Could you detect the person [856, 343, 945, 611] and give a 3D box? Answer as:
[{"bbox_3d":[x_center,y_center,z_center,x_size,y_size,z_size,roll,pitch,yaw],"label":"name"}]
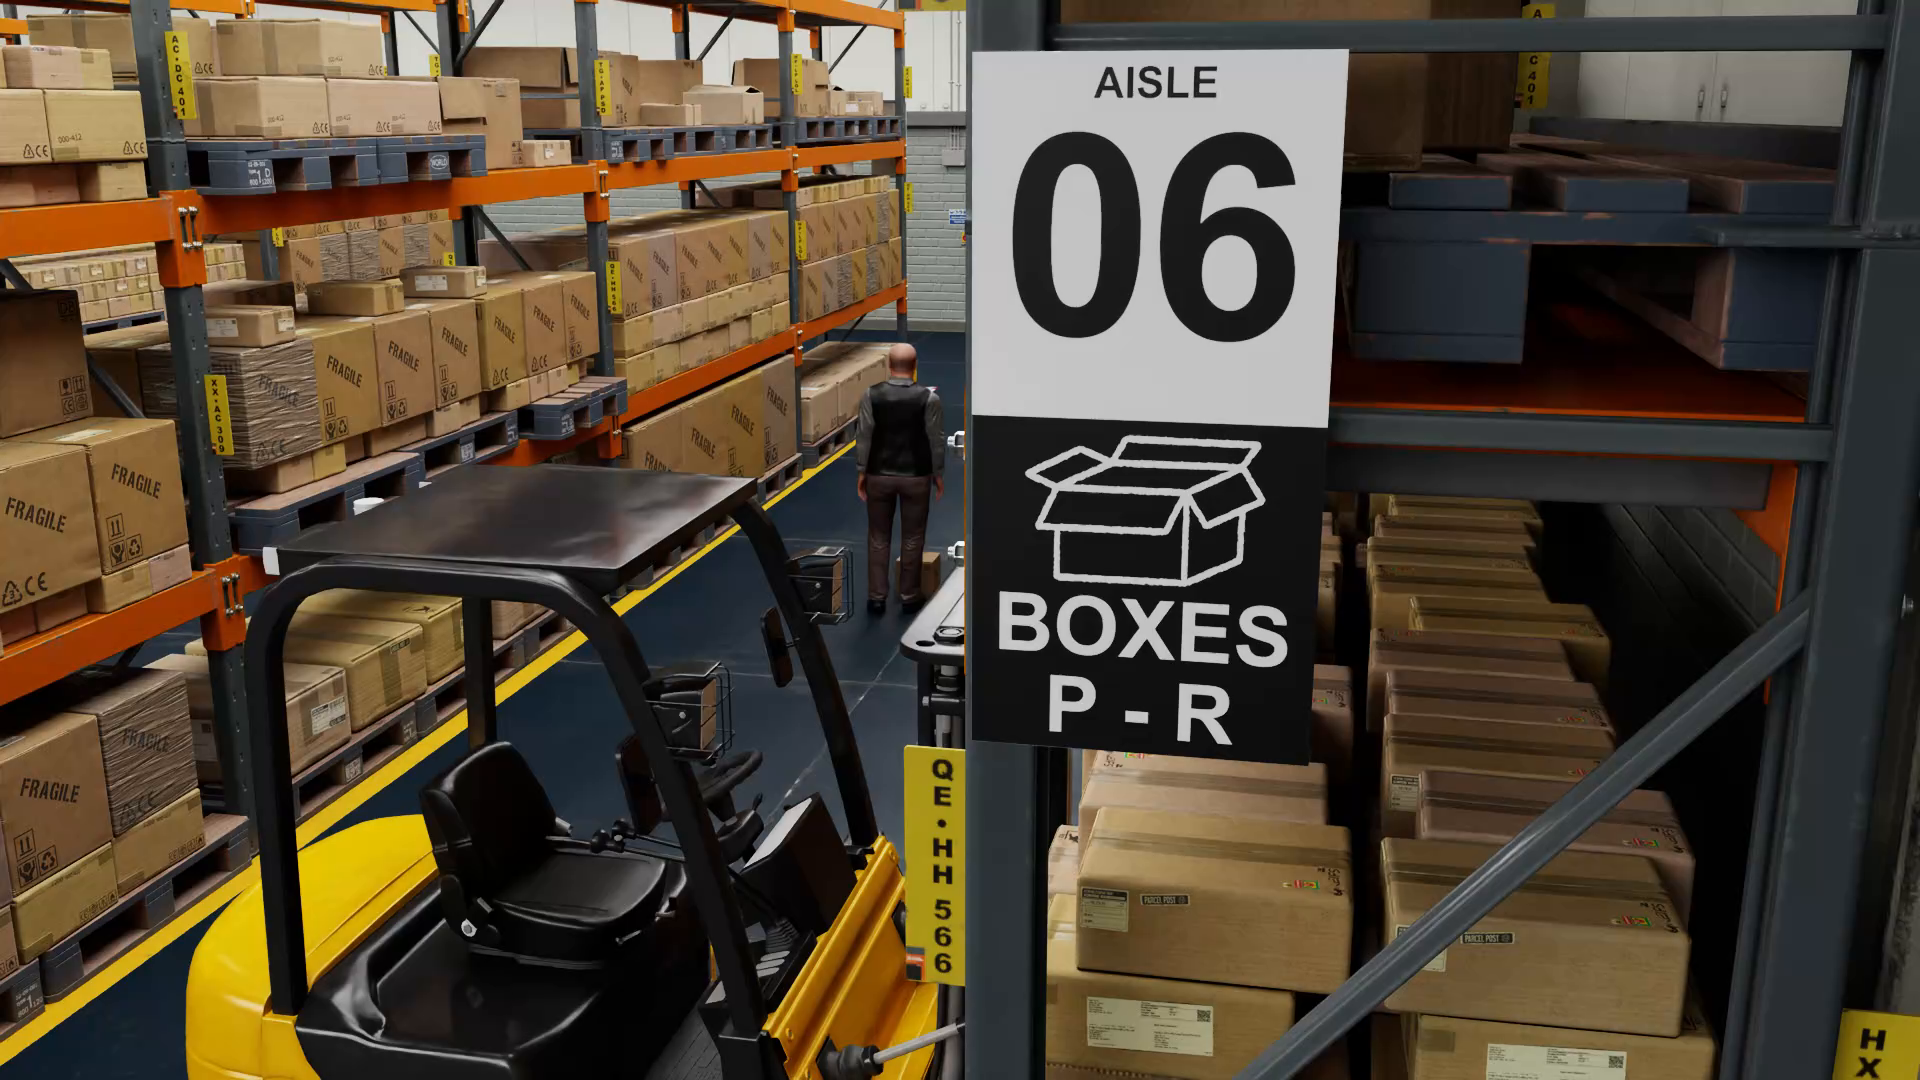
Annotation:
[{"bbox_3d":[-0.361,-0.374,10.488,0.557,1.752,0.446,1,15,5],"label":"person"}]
